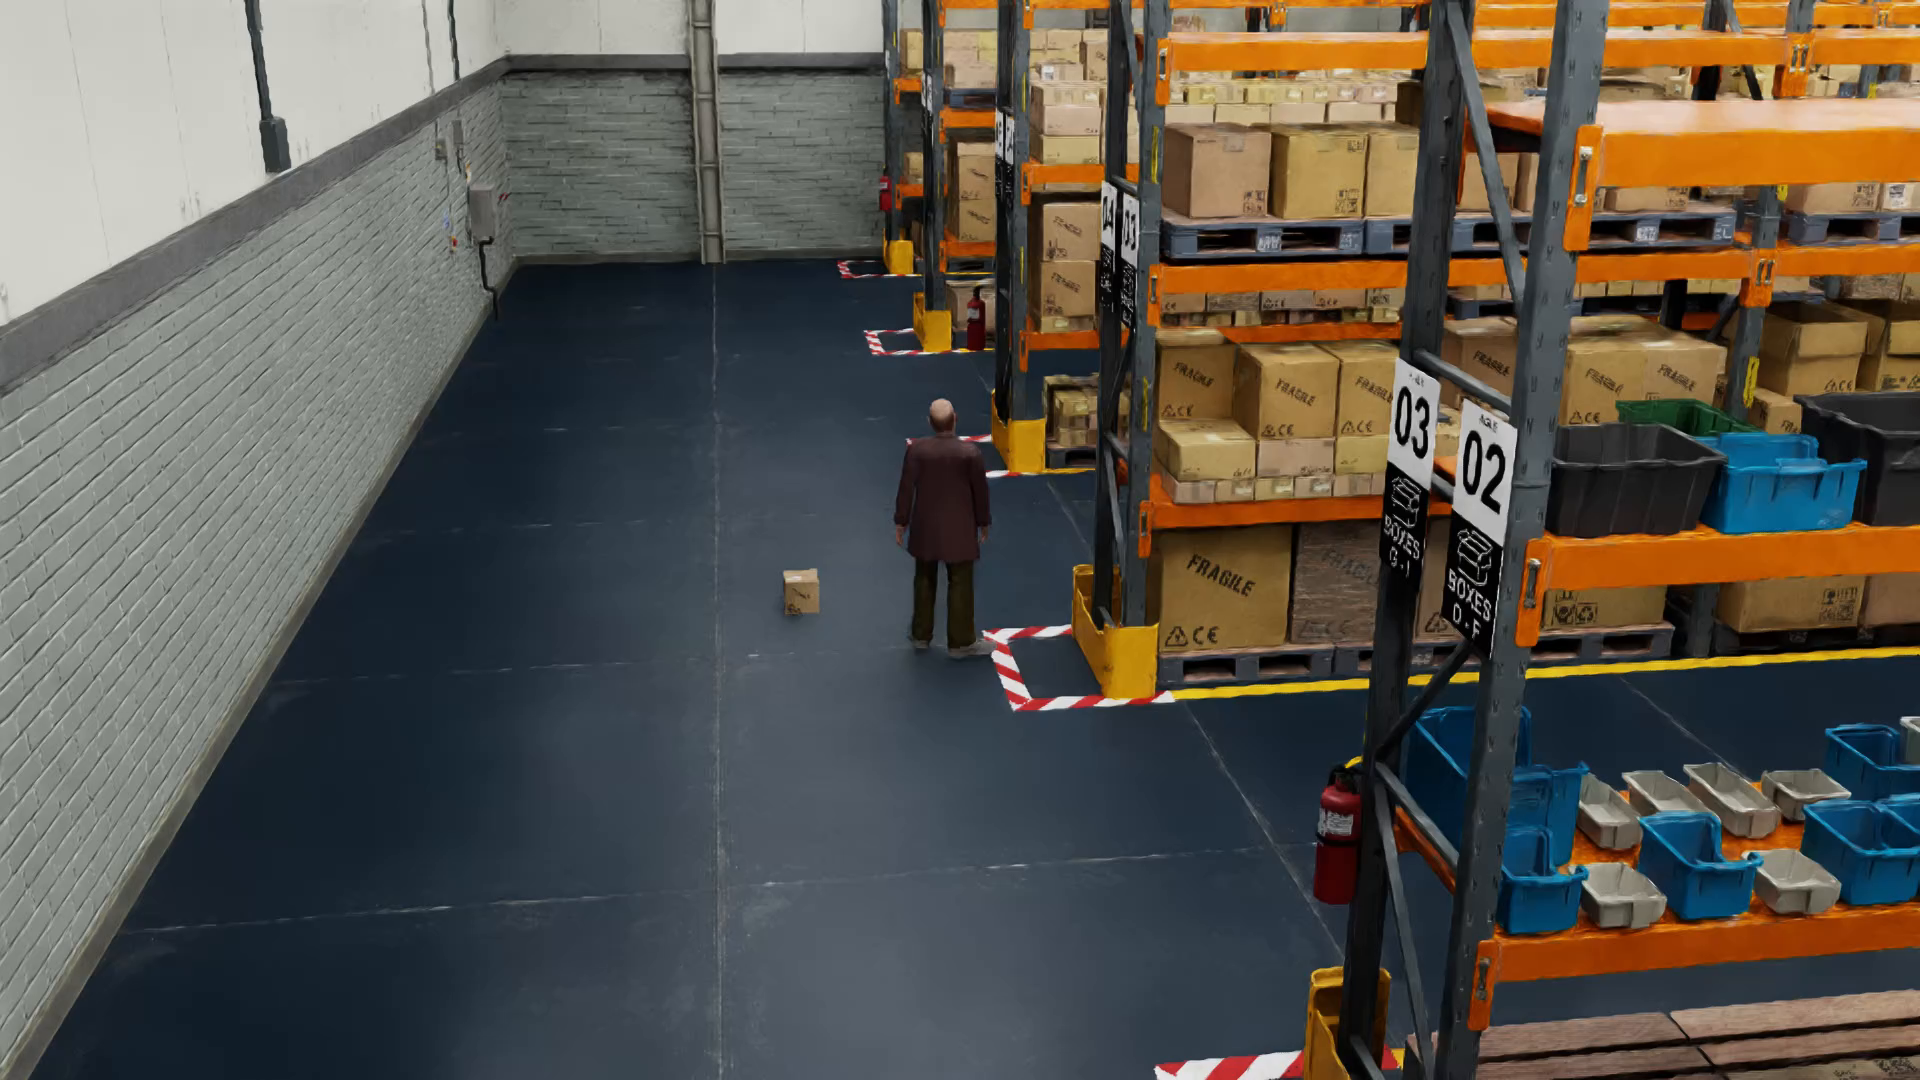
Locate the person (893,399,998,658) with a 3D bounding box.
[{"bbox_3d":[-0.092,-0.092,11.285,0.718,1.785,0.431,5,20,14],"label":"person"}]
